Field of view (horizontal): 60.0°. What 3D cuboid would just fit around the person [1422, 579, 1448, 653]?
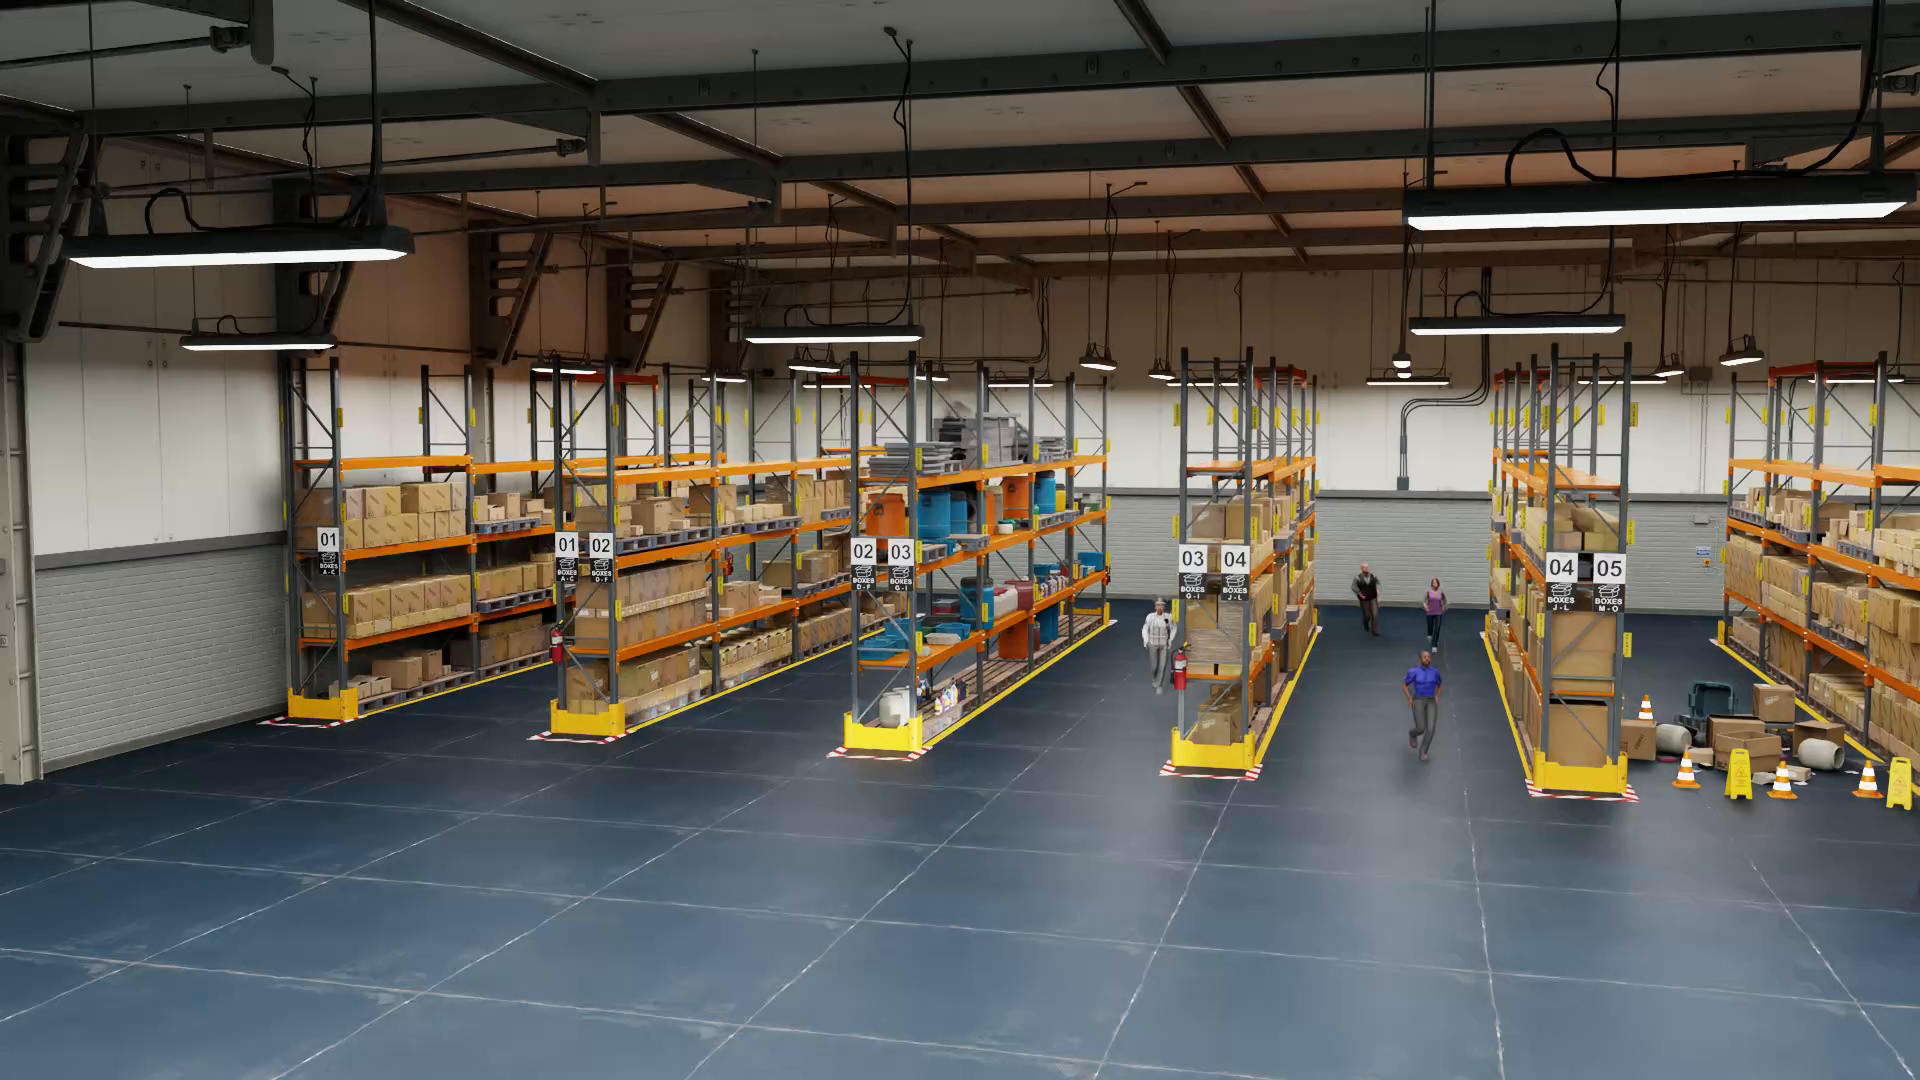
[{"bbox_3d":[10.199,1.614,35.736,0.538,1.564,0.655,1,4,10],"label":"person"}]

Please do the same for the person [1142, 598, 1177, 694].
[{"bbox_3d":[3.417,1.803,28.504,0.601,1.654,0.515,1,4,7],"label":"person"}]

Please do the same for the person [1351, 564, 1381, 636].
[{"bbox_3d":[9.363,1.367,38.275,0.683,1.662,0.635,0,4,-2],"label":"person"}]

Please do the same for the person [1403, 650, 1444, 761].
[{"bbox_3d":[6.798,2.482,24.332,0.561,1.488,0.556,0,4,-1],"label":"person"}]
